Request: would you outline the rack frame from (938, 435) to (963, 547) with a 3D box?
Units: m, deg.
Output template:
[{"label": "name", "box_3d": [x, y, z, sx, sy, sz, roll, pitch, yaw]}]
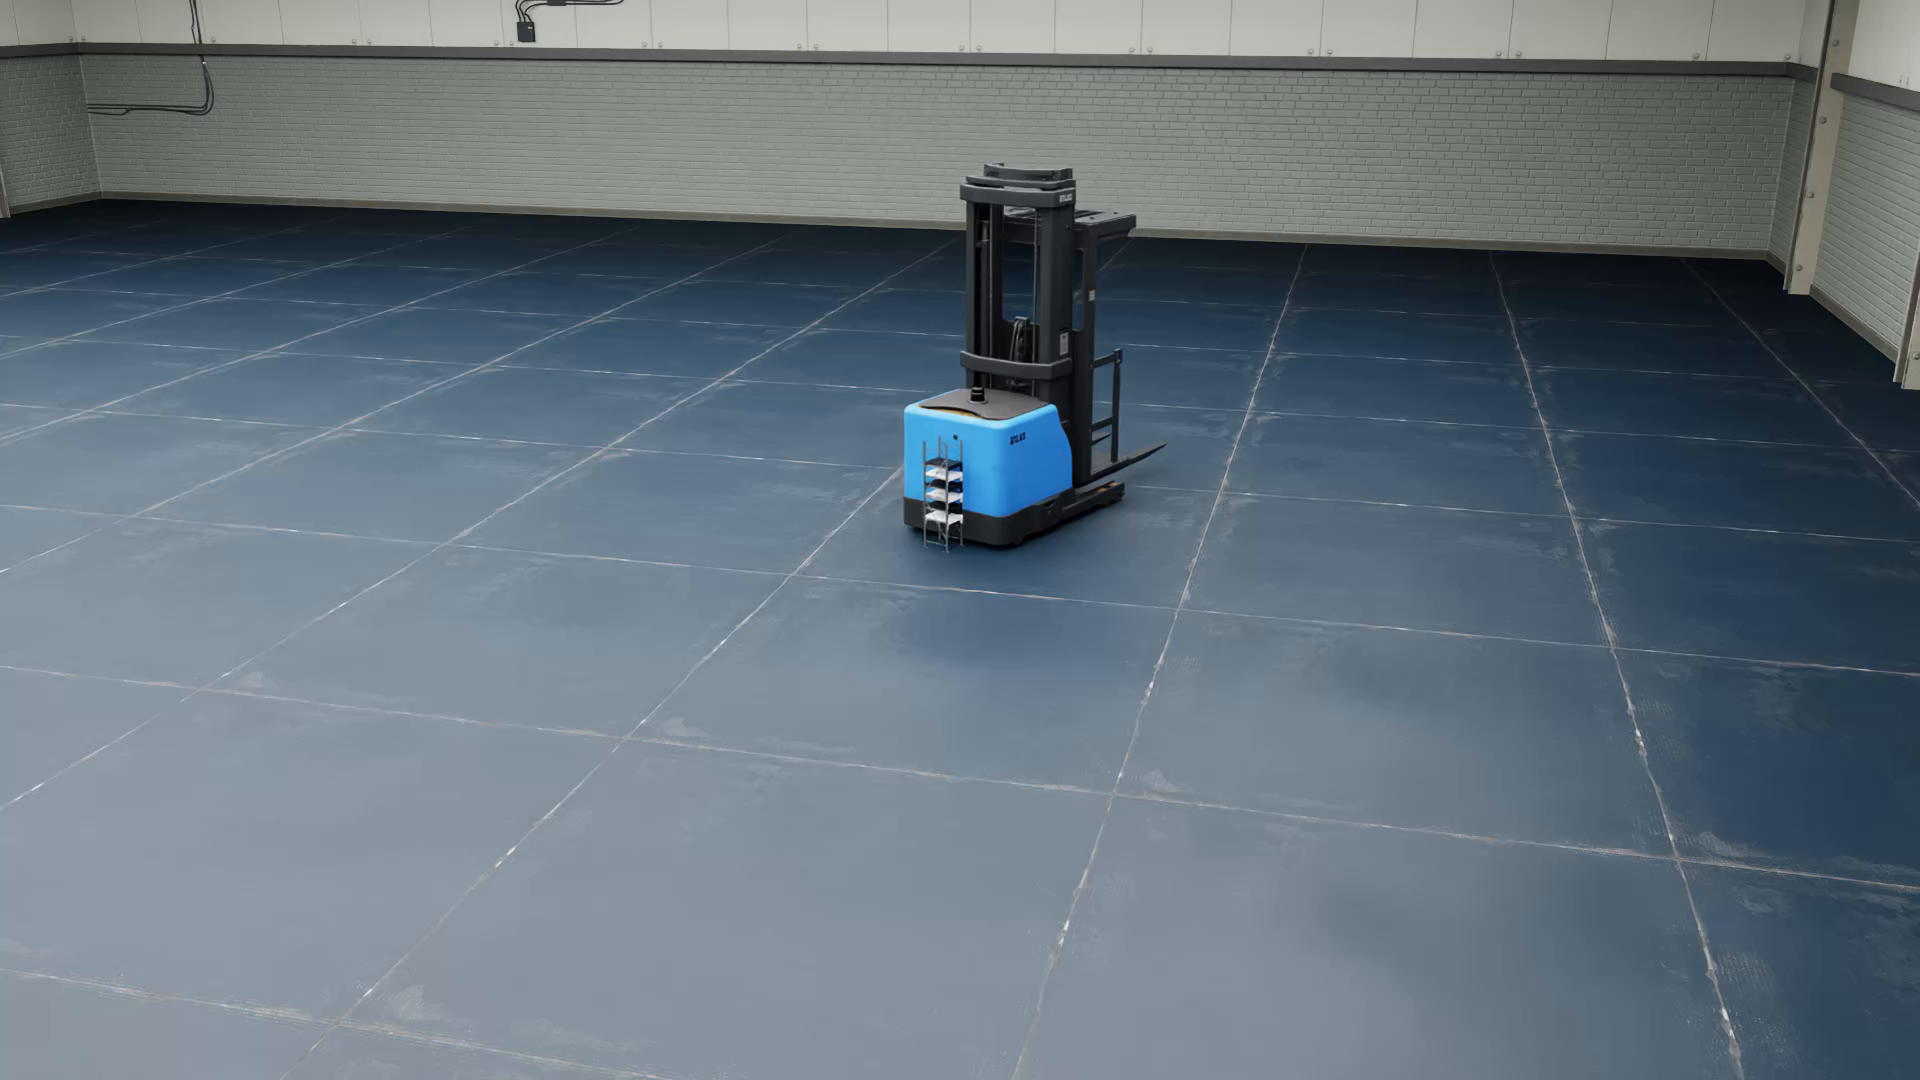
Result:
[{"label": "rack frame", "box_3d": [-0.077, -0.394, 13.449, 0.240, 0.900, 0.006, 13, 23, 34]}]

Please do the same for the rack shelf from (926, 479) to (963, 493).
[{"label": "rack shelf", "box_3d": [-0.136, -0.421, 13.353, 0.258, 0.077, 0.200, 13, 23, 34]}]

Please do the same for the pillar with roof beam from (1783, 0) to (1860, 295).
[{"label": "pillar with roof beam", "box_3d": [8.060, -8.225, 23.845, 9.100, 9.000, 0.400, 5, 19, 13]}]

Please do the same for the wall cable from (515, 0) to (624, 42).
[{"label": "wall cable", "box_3d": [-7.107, -12.046, 29.771, 2.305, 6.003, 0.169, 5, 19, 13]}]

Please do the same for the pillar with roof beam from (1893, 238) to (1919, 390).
[{"label": "pillar with roof beam", "box_3d": [6.594, -6.344, 18.339, 9.100, 9.000, 0.400, 5, 19, 13]}]

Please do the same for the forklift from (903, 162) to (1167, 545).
[{"label": "forklift", "box_3d": [0.797, -1.758, 14.300, 1.130, 2.935, 3.031, 13, 23, 34]}]

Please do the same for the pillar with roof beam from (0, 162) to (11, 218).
[{"label": "pillar with roof beam", "box_3d": [-14.136, -10.032, 29.137, 9.100, 9.000, 0.400, 5, 19, 13]}]

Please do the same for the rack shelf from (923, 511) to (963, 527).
[{"label": "rack shelf", "box_3d": [-0.136, -0.166, 13.440, 0.258, 0.077, 0.200, 13, 23, 34]}]

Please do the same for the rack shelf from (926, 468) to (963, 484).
[{"label": "rack shelf", "box_3d": [-0.136, -0.506, 13.324, 0.258, 0.077, 0.200, 13, 23, 34]}]

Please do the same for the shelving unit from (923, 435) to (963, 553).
[{"label": "shelving unit", "box_3d": [-0.136, -0.367, 13.371, 0.258, 0.900, 0.210, 13, 23, 34]}]

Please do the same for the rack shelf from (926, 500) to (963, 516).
[{"label": "rack shelf", "box_3d": [-0.136, -0.251, 13.411, 0.258, 0.077, 0.200, 13, 23, 34]}]

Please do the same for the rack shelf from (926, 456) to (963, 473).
[{"label": "rack shelf", "box_3d": [-0.136, -0.591, 13.295, 0.258, 0.077, 0.200, 13, 23, 34]}]

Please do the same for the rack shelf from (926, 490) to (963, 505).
[{"label": "rack shelf", "box_3d": [-0.136, -0.336, 13.382, 0.258, 0.077, 0.200, 13, 23, 34]}]

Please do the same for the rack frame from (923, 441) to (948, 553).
[{"label": "rack frame", "box_3d": [-0.196, -0.341, 13.293, 0.240, 0.900, 0.006, 13, 23, 34]}]

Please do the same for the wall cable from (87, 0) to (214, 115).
[{"label": "wall cable", "box_3d": [-16.308, -9.722, 33.032, 3.097, 2.526, 0.112, 5, 19, 13]}]
